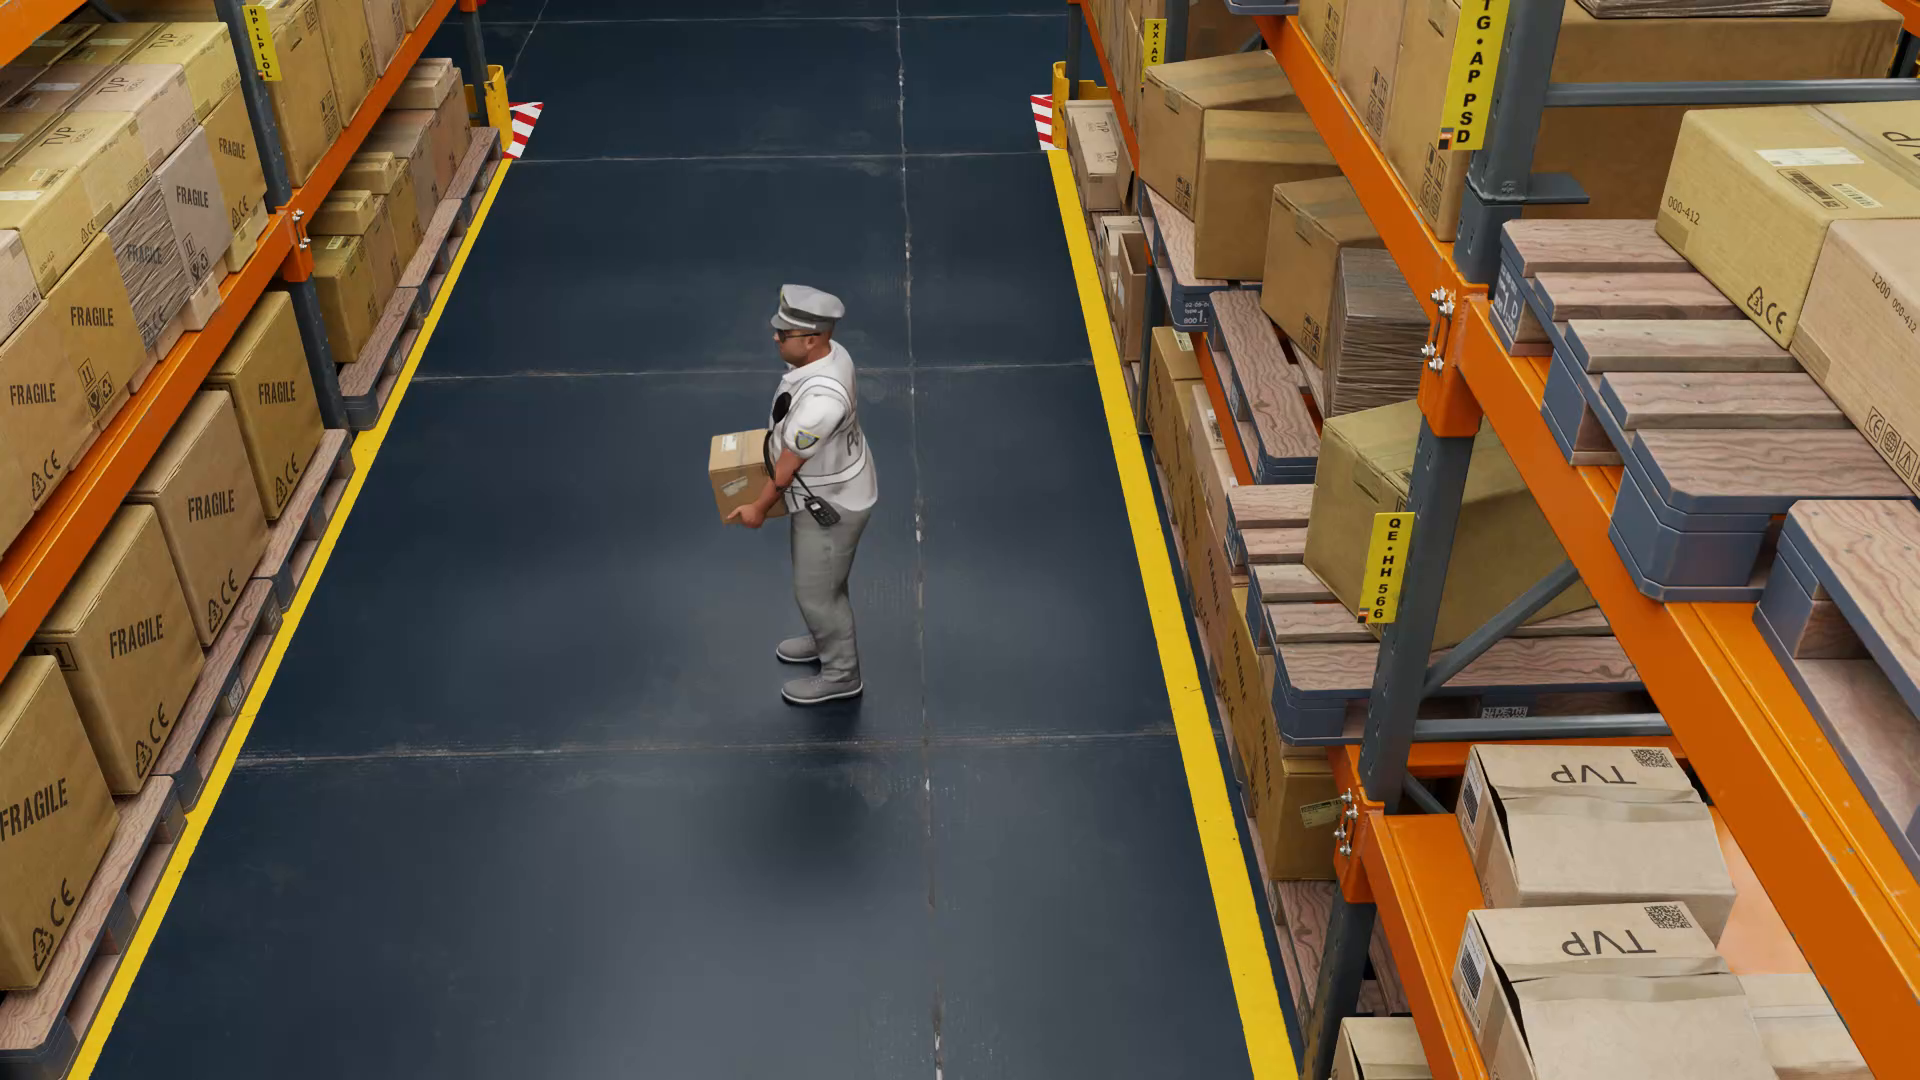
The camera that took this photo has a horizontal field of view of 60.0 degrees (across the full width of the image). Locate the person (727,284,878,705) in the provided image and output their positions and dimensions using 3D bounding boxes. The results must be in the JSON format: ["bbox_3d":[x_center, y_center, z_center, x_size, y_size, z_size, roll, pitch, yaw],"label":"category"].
[{"bbox_3d":[-0.599,-0.164,6.366,0.570,1.768,0.490,-2,35,-3],"label":"person"}]
